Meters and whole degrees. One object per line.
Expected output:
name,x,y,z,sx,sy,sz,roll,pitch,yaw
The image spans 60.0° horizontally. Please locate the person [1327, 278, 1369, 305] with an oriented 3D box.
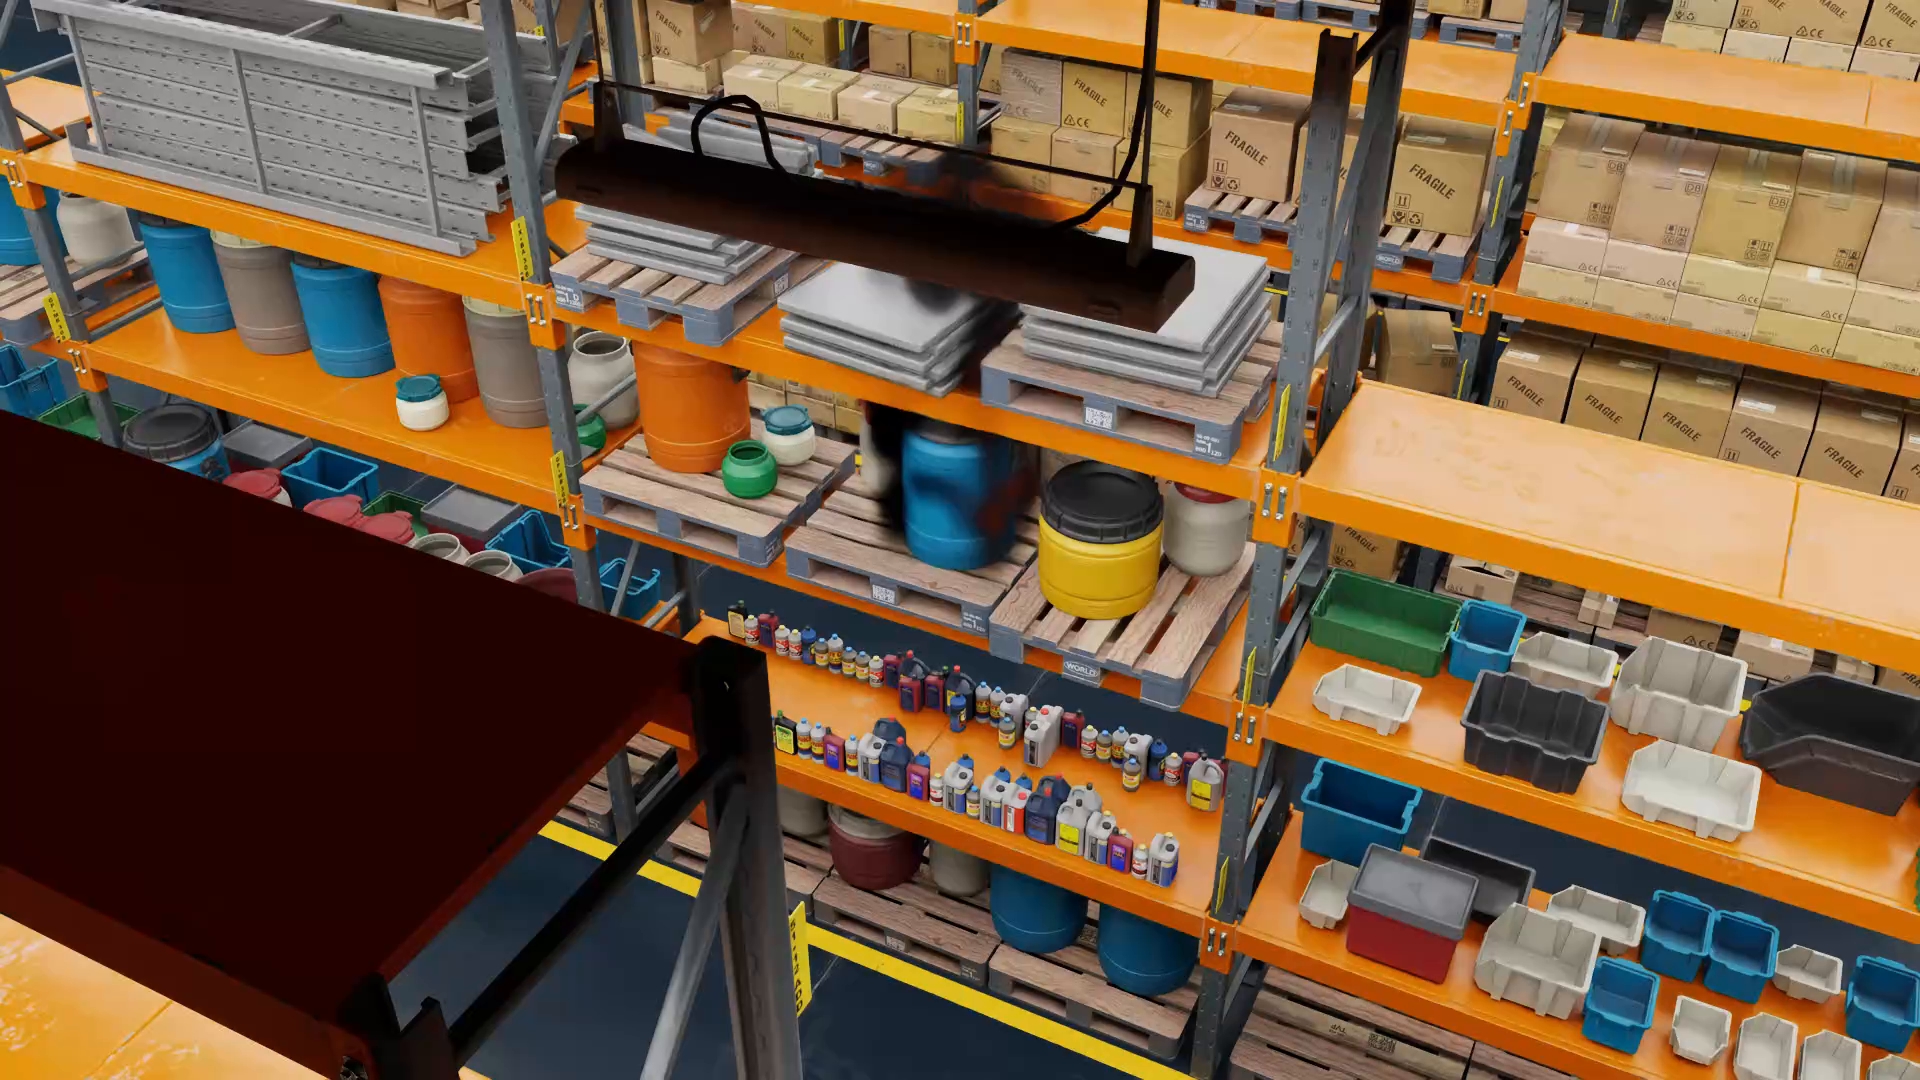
person,3.656,-2.102,15.402,0.859,1.697,0.663,0,35,0
